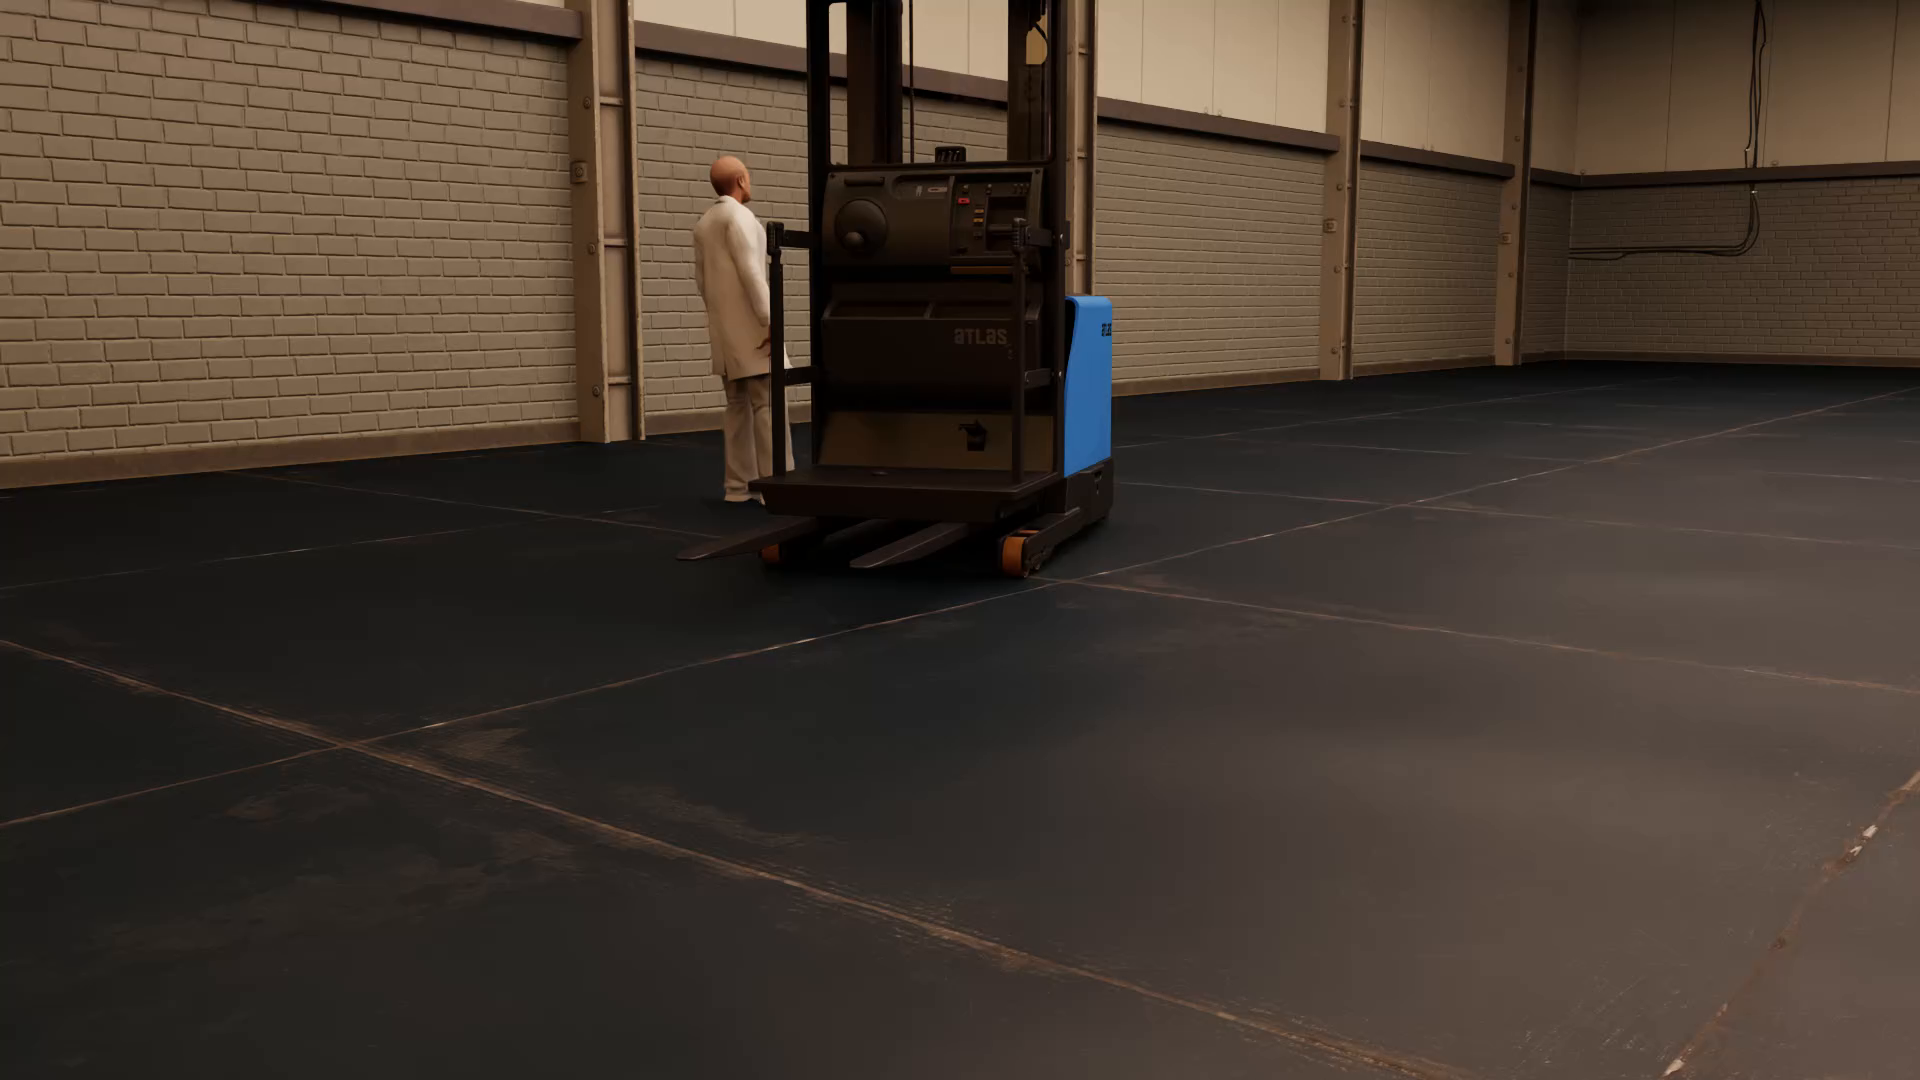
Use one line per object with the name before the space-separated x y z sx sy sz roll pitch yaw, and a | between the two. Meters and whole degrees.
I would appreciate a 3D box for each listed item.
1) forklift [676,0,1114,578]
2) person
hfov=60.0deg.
forklift | -0.176 -1.366 6.616 1.130 2.935 3.031 3 9 17
person | -1.057 -1.084 8.662 0.538 1.782 0.713 -6 10 -35
